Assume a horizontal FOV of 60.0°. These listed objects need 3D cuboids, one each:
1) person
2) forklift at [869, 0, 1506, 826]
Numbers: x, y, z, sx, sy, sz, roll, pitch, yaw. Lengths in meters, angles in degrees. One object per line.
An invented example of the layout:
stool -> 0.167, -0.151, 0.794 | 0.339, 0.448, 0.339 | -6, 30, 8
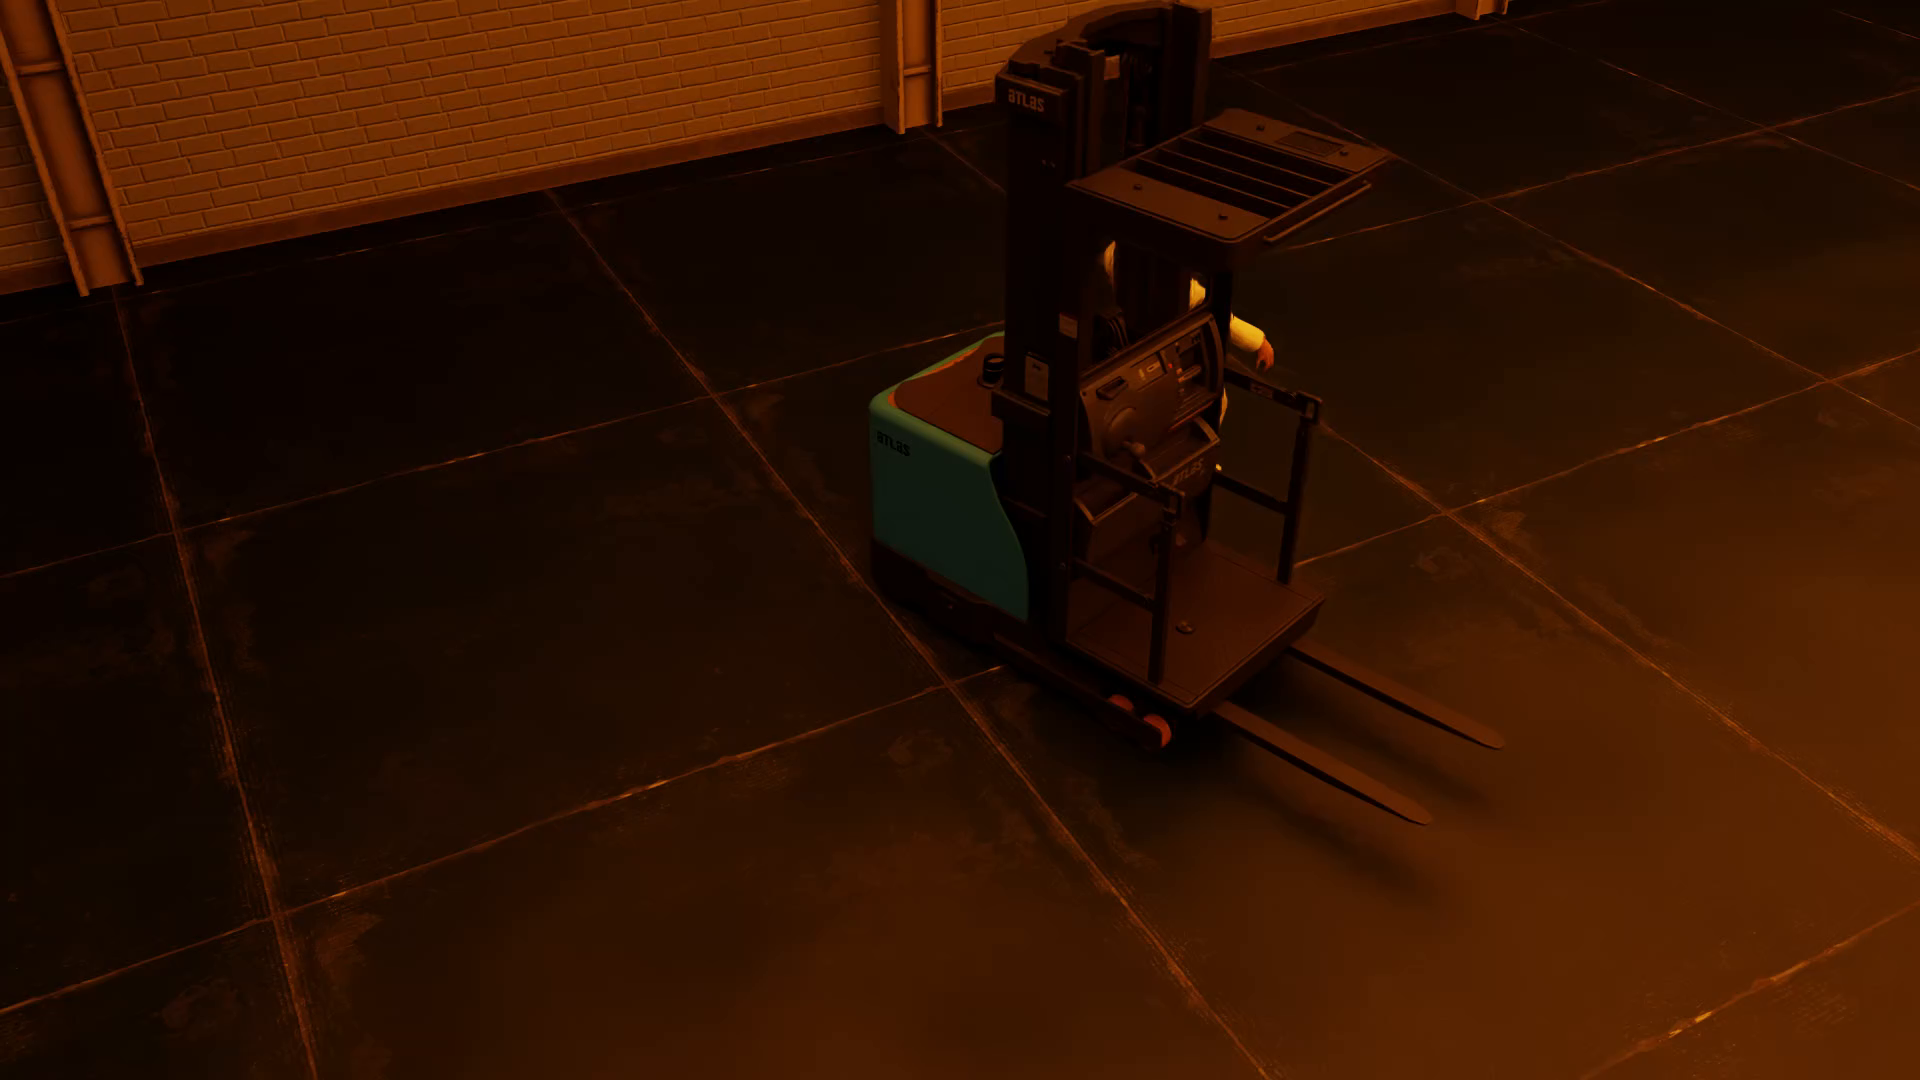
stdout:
person -> 1.162, -0.969, 8.686 | 0.916, 1.712, 0.938 | -29, 44, -34
forklift -> 0.982, -0.606, 6.980 | 3.031, 2.935, 1.130 | 28, 44, 34
